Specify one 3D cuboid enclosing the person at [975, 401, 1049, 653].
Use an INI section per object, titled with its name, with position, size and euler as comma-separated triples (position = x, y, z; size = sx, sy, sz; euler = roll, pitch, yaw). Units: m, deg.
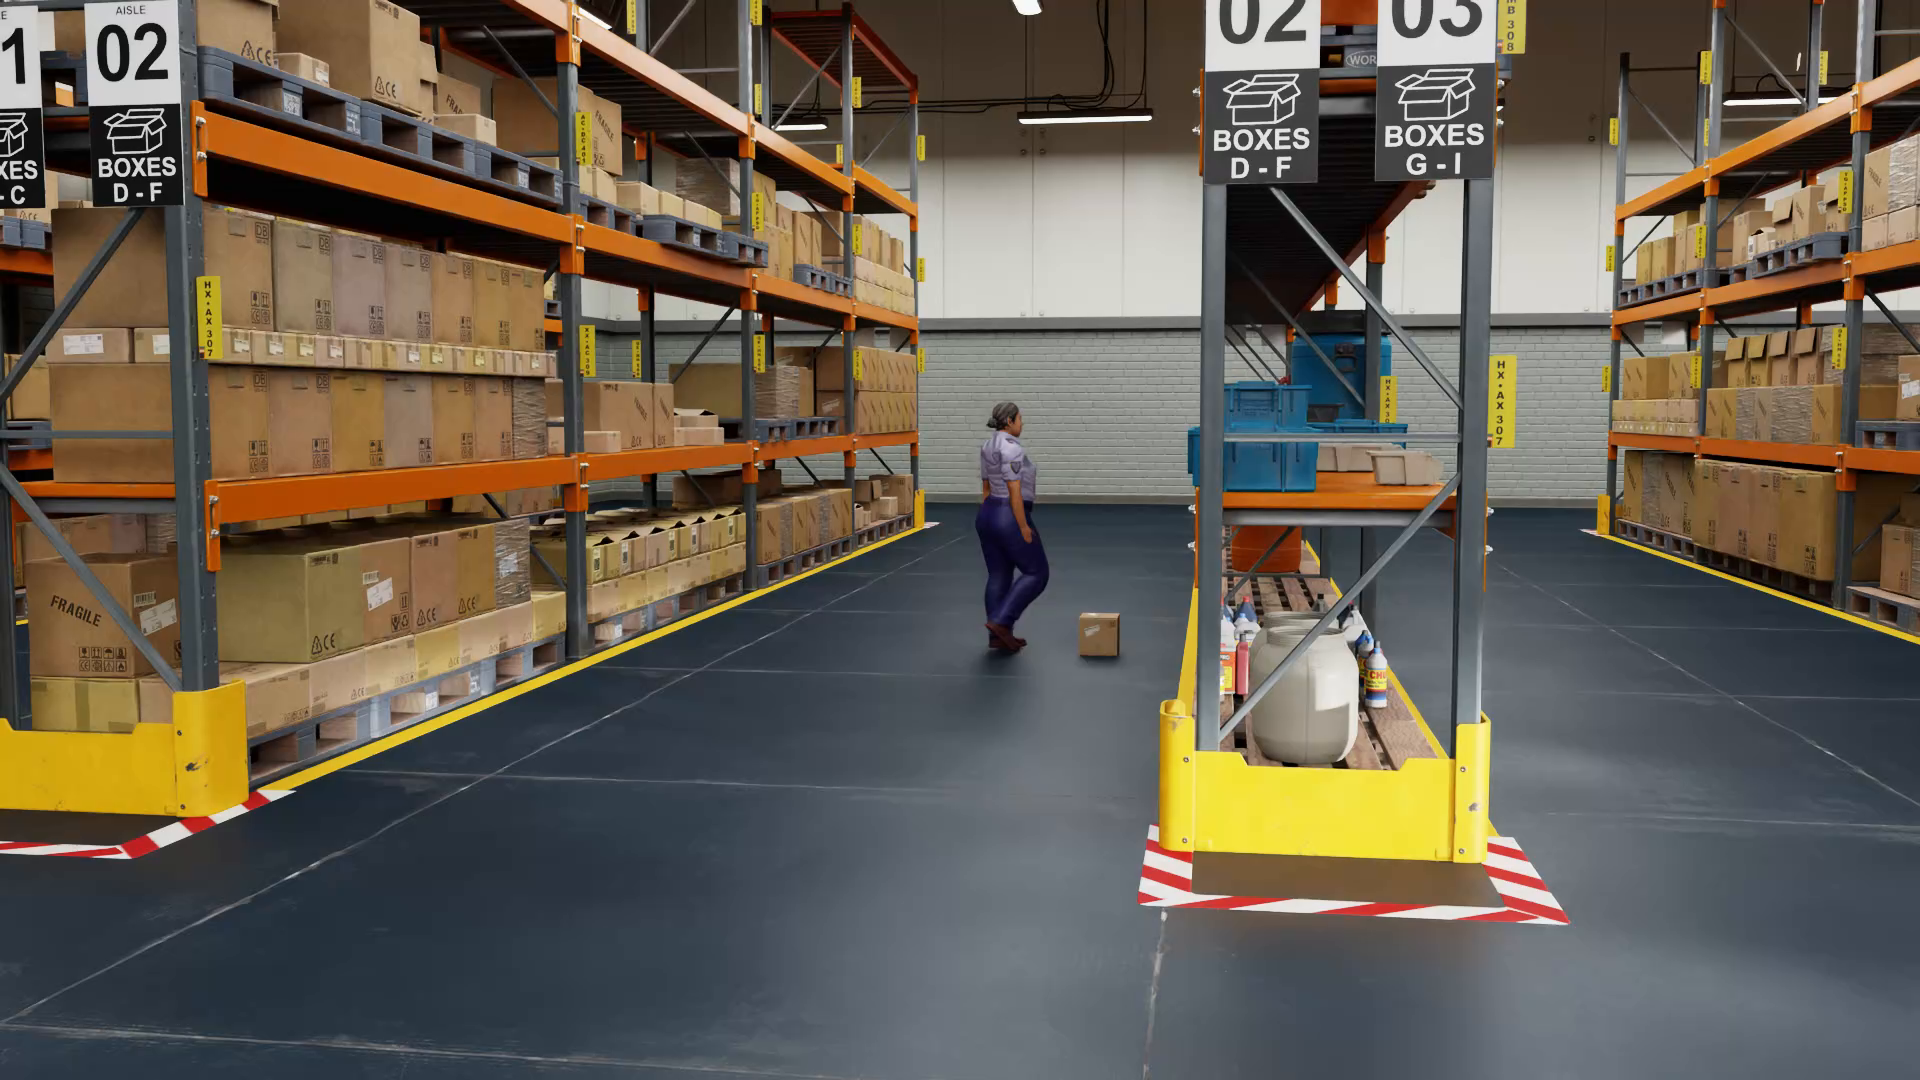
[person]
position = 0.304, -0.093, 11.004
size = 0.444, 1.647, 0.492
euler = -2, 5, -26
